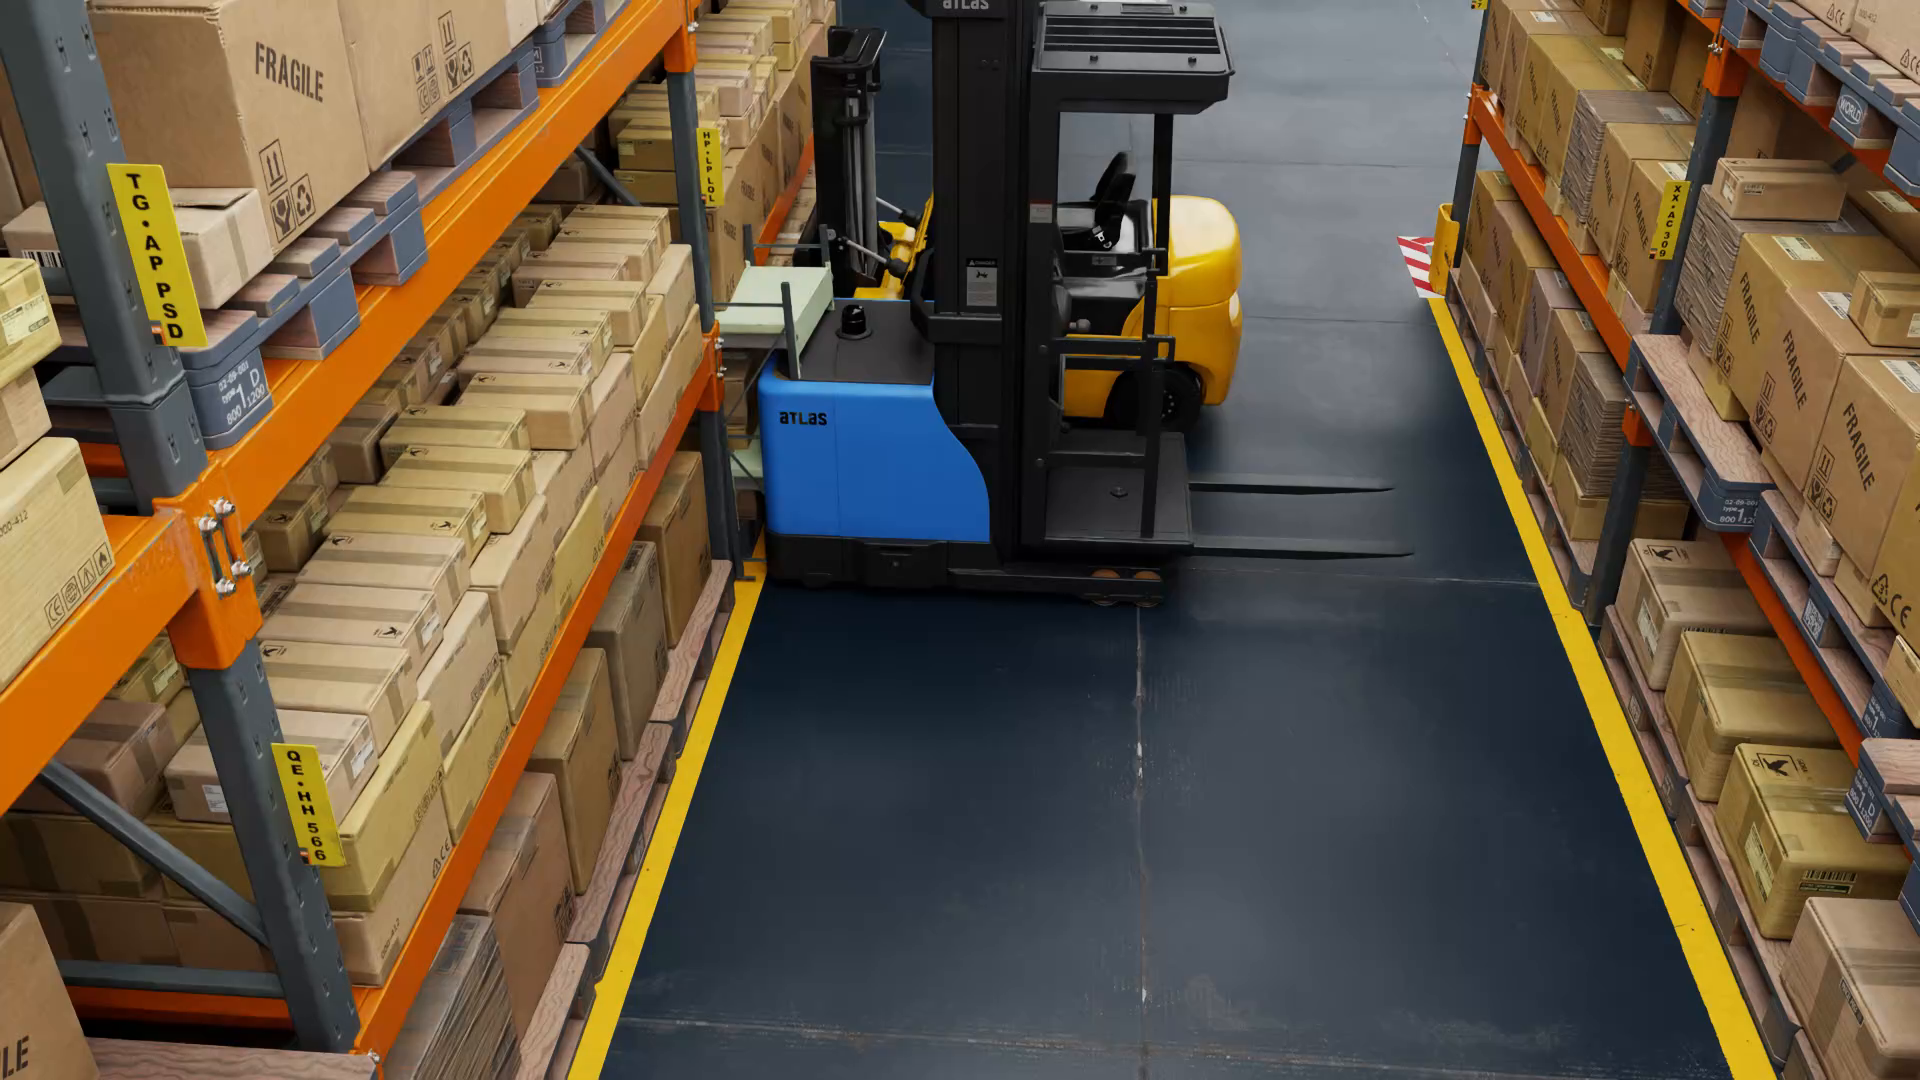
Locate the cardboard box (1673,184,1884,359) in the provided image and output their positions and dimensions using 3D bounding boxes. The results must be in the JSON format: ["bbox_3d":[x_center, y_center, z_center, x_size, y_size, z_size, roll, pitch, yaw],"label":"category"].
[{"bbox_3d":[3.050,-1.001,6.236,0.500,0.500,0.500,3,32,5],"label":"cardboard box"}]

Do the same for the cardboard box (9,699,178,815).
[{"bbox_3d":[-2.075,0.498,3.869,0.380,0.149,0.250,3,32,6],"label":"cardboard box"}]

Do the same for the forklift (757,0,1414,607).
[{"bbox_3d":[0.623,-1.225,7.444,3.031,2.935,1.130,2,32,3],"label":"forklift"}]

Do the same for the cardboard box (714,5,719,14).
[{"bbox_3d":[-1.518,-3.076,9.668,0.380,0.149,0.250,2,32,3],"label":"cardboard box"}]

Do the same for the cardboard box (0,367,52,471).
[{"bbox_3d":[-1.688,-0.192,2.606,0.380,0.149,0.250,3,32,5],"label":"cardboard box"}]

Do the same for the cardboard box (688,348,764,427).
[{"bbox_3d":[-1.222,-0.769,7.907,0.500,0.250,0.500,2,32,3],"label":"cardboard box"}]

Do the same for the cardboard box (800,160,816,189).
[{"bbox_3d":[-1.010,-2.100,10.066,0.500,0.250,0.500,3,32,5],"label":"cardboard box"}]

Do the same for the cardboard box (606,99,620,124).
[{"bbox_3d":[-1.779,-1.990,7.622,0.380,0.149,0.250,2,32,4],"label":"cardboard box"}]

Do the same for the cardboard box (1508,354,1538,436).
[{"bbox_3d":[3.233,-0.759,8.844,0.500,0.250,0.500,3,32,5],"label":"cardboard box"}]

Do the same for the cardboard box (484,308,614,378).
[{"bbox_3d":[-1.429,-0.688,5.793,0.380,0.149,0.250,2,32,3],"label":"cardboard box"}]

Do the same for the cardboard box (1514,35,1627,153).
[{"bbox_3d":[3.305,-2.373,8.863,0.500,0.500,0.500,2,32,3],"label":"cardboard box"}]

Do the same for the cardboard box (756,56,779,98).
[{"bbox_3d":[-1.140,-2.378,8.536,0.380,0.149,0.250,2,32,3],"label":"cardboard box"}]

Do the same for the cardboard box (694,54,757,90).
[{"bbox_3d":[-1.192,-2.237,8.023,0.380,0.149,0.250,2,32,3],"label":"cardboard box"}]

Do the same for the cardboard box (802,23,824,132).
[{"bbox_3d":[-1.078,-2.691,9.662,0.500,0.500,0.500,3,32,6],"label":"cardboard box"}]

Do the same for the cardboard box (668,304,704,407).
[{"bbox_3d":[-1.354,-0.757,6.763,0.500,0.250,0.500,3,32,5],"label":"cardboard box"}]

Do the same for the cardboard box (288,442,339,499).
[{"bbox_3d":[-2.096,-0.175,4.961,0.380,0.149,0.250,2,32,3],"label":"cardboard box"}]

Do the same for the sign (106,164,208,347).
[{"bbox_3d":[-1.359,-0.477,2.813,0.100,0.325,0.005,2,32,4],"label":"sign"}]

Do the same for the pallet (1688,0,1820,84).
[{"bbox_3d":[3.217,-1.765,5.574,1.213,0.211,1.003,2,32,4],"label":"pallet"}]

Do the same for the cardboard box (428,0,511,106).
[{"bbox_3d":[-1.515,-1.446,4.287,0.500,0.500,0.500,3,32,5],"label":"cardboard box"}]

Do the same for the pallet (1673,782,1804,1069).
[{"bbox_3d":[3.215,1.348,5.861,1.003,0.211,1.213,2,32,4],"label":"pallet"}]

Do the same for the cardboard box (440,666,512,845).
[{"bbox_3d":[-1.574,0.575,4.601,0.500,0.250,0.500,2,32,3],"label":"cardboard box"}]

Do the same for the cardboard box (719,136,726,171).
[{"bbox_3d":[-1.266,-1.706,7.445,0.380,0.149,0.250,3,32,5],"label":"cardboard box"}]

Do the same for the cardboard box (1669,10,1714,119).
[{"bbox_3d":[3.757,-2.229,7.676,0.700,0.500,0.500,2,32,3],"label":"cardboard box"}]

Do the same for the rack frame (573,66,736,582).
[{"bbox_3d":[-1.574,-1.096,7.169,1.000,3.000,0.127,2,32,4],"label":"rack frame"}]

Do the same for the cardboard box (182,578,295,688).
[{"bbox_3d":[-2.100,0.332,4.518,0.500,0.250,0.500,3,32,4],"label":"cardboard box"}]

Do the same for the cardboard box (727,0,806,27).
[{"bbox_3d":[-1.056,-2.900,9.100,0.380,0.149,0.250,3,32,5],"label":"cardboard box"}]

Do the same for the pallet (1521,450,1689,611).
[{"bbox_3d":[3.393,-0.051,8.132,1.003,0.211,1.213,2,32,4],"label":"pallet"}]

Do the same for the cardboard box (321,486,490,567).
[{"bbox_3d":[-1.565,-0.022,4.713,0.380,0.149,0.250,3,32,5],"label":"cardboard box"}]

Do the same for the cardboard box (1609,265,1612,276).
[{"bbox_3d":[3.209,-1.224,7.616,0.380,0.149,0.250,3,32,4],"label":"cardboard box"}]

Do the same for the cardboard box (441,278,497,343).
[{"bbox_3d":[-1.912,-0.837,6.035,0.380,0.149,0.250,2,32,4],"label":"cardboard box"}]

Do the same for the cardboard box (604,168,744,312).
[{"bbox_3d":[-1.277,-1.359,7.501,0.500,0.500,0.500,2,32,3],"label":"cardboard box"}]

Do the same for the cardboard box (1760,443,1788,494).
[{"bbox_3d":[2.975,-0.268,5.665,0.380,0.149,0.250,3,32,5],"label":"cardboard box"}]

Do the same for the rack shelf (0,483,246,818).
[{"bbox_3d":[-2.062,1.071,1.480,1.077,0.370,4.000,2,32,4],"label":"rack shelf"}]

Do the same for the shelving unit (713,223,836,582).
[{"bbox_3d":[-0.842,-0.643,7.837,0.431,1.500,0.755,2,30,9],"label":"shelving unit"}]

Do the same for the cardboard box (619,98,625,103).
[{"bbox_3d":[-1.805,-2.001,7.925,0.380,0.149,0.250,3,32,4],"label":"cardboard box"}]

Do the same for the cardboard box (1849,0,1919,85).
[{"bbox_3d":[2.867,-1.460,4.643,0.500,0.250,0.500,2,32,3],"label":"cardboard box"}]

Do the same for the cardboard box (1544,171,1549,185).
[{"bbox_3d":[3.290,-1.889,8.696,0.380,0.149,0.250,2,32,3],"label":"cardboard box"}]

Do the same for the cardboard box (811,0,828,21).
[{"bbox_3d":[-0.988,-3.178,9.834,0.380,0.149,0.250,3,32,5],"label":"cardboard box"}]

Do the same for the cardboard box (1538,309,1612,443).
[{"bbox_3d":[3.194,-0.800,8.195,0.500,0.500,0.500,3,32,5],"label":"cardboard box"}]

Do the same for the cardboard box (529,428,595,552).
[{"bbox_3d":[-1.501,-0.178,5.346,0.500,0.250,0.500,3,32,5],"label":"cardboard box"}]

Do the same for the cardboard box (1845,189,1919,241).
[{"bbox_3d":[3.565,-0.982,6.206,0.500,0.500,0.500,2,32,3],"label":"cardboard box"}]

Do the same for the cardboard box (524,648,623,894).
[{"bbox_3d":[-1.735,0.808,5.943,0.875,0.625,0.625,1,32,2],"label":"cardboard box"}]

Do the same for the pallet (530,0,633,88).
[{"bbox_3d":[-1.633,-1.830,5.683,0.805,0.209,1.217,1,32,2],"label":"pallet"}]

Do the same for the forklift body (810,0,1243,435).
[{"bbox_3d":[0.416,-1.757,9.051,2.313,2.155,1.214,2,32,4],"label":"forklift body"}]

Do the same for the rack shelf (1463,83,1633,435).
[{"bbox_3d":[3.537,-1.625,8.714,1.077,0.370,4.000,2,32,4],"label":"rack shelf"}]

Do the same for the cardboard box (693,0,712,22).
[{"bbox_3d":[-1.582,-2.925,9.140,0.380,0.149,0.250,3,32,6],"label":"cardboard box"}]

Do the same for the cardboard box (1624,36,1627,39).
[{"bbox_3d":[3.884,-2.589,9.214,0.500,0.500,0.500,3,32,4],"label":"cardboard box"}]

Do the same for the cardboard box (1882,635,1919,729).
[{"bbox_3d":[2.803,0.400,4.582,0.380,0.149,0.250,3,32,5],"label":"cardboard box"}]
